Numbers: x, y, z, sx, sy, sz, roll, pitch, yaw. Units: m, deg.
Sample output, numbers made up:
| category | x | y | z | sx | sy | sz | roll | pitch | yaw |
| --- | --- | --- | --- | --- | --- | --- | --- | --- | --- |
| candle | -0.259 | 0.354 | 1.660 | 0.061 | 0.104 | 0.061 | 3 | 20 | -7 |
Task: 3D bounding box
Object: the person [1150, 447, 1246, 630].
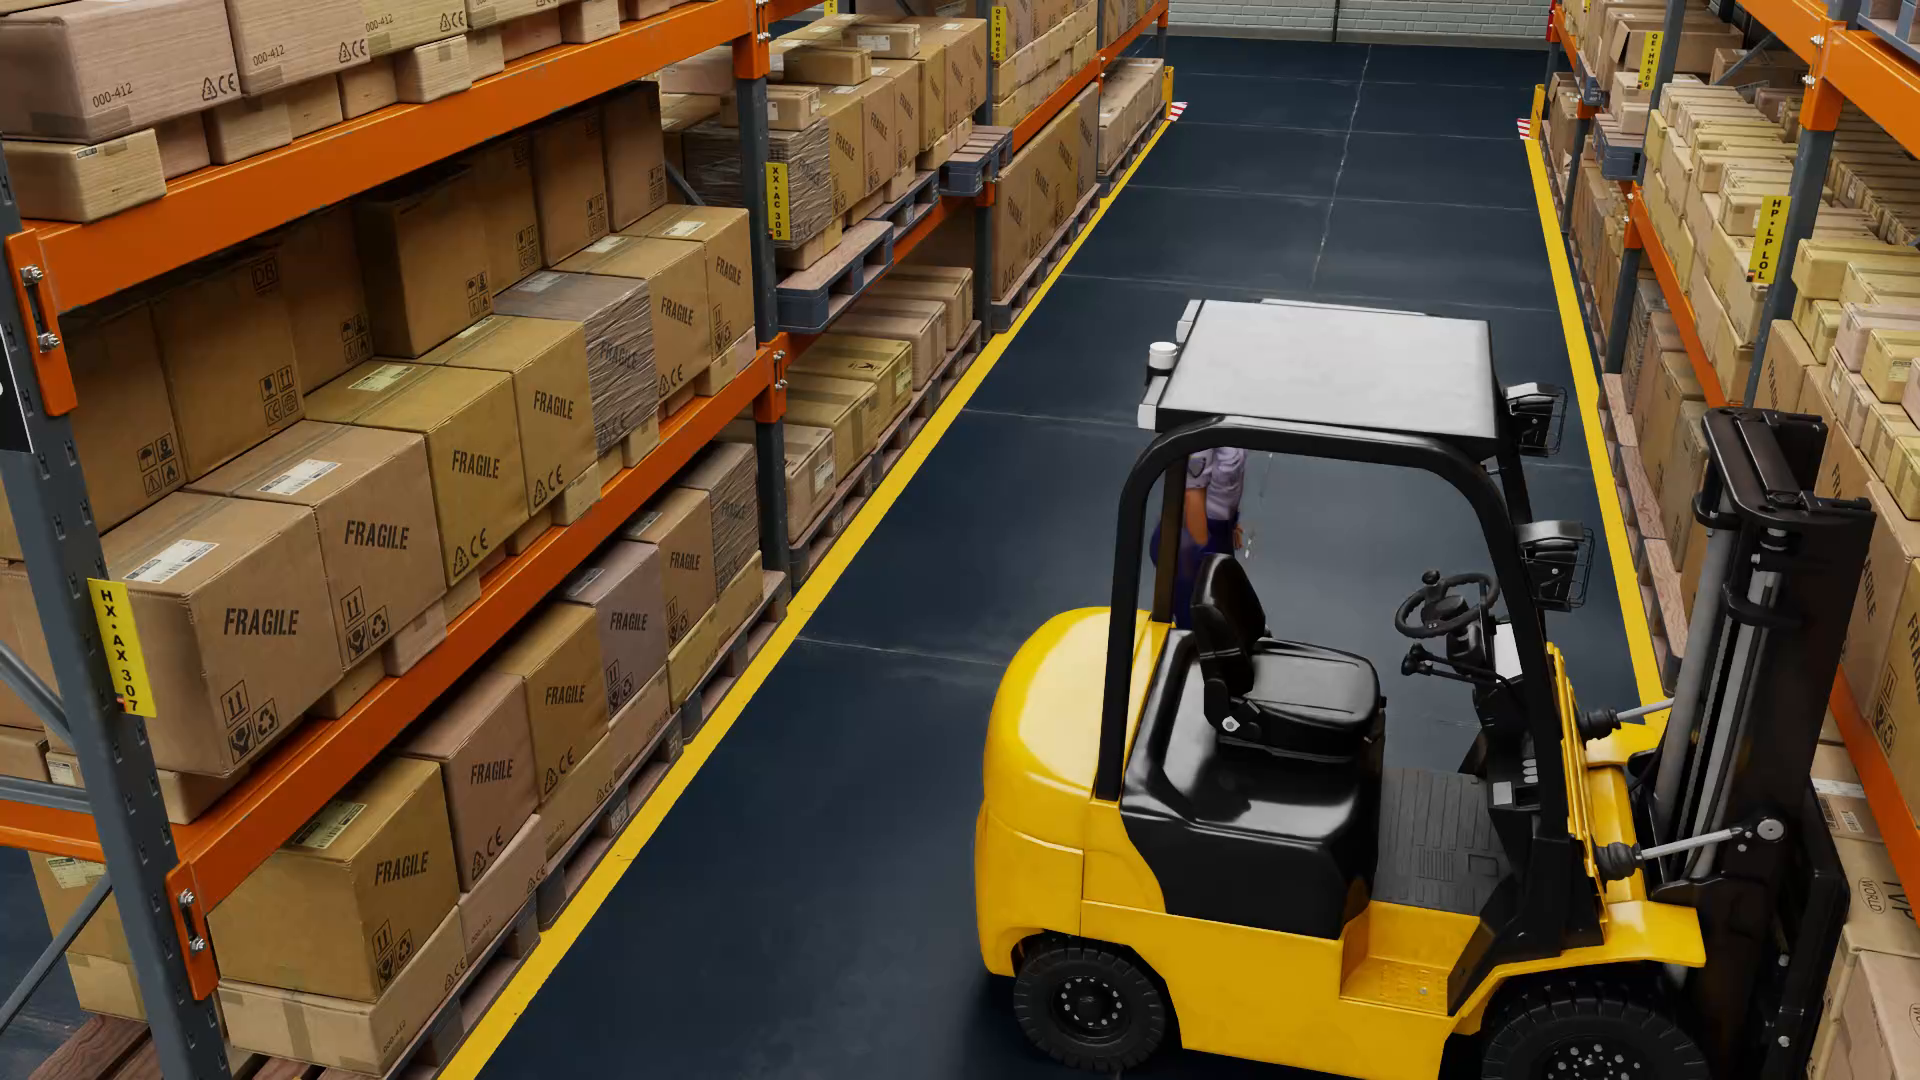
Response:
| category | x | y | z | sx | sy | sz | roll | pitch | yaw |
| --- | --- | --- | --- | --- | --- | --- | --- | --- | --- |
| person | 0.951 | 0.001 | 6.657 | 0.346 | 1.631 | 0.483 | 7 | 26 | 14 |
